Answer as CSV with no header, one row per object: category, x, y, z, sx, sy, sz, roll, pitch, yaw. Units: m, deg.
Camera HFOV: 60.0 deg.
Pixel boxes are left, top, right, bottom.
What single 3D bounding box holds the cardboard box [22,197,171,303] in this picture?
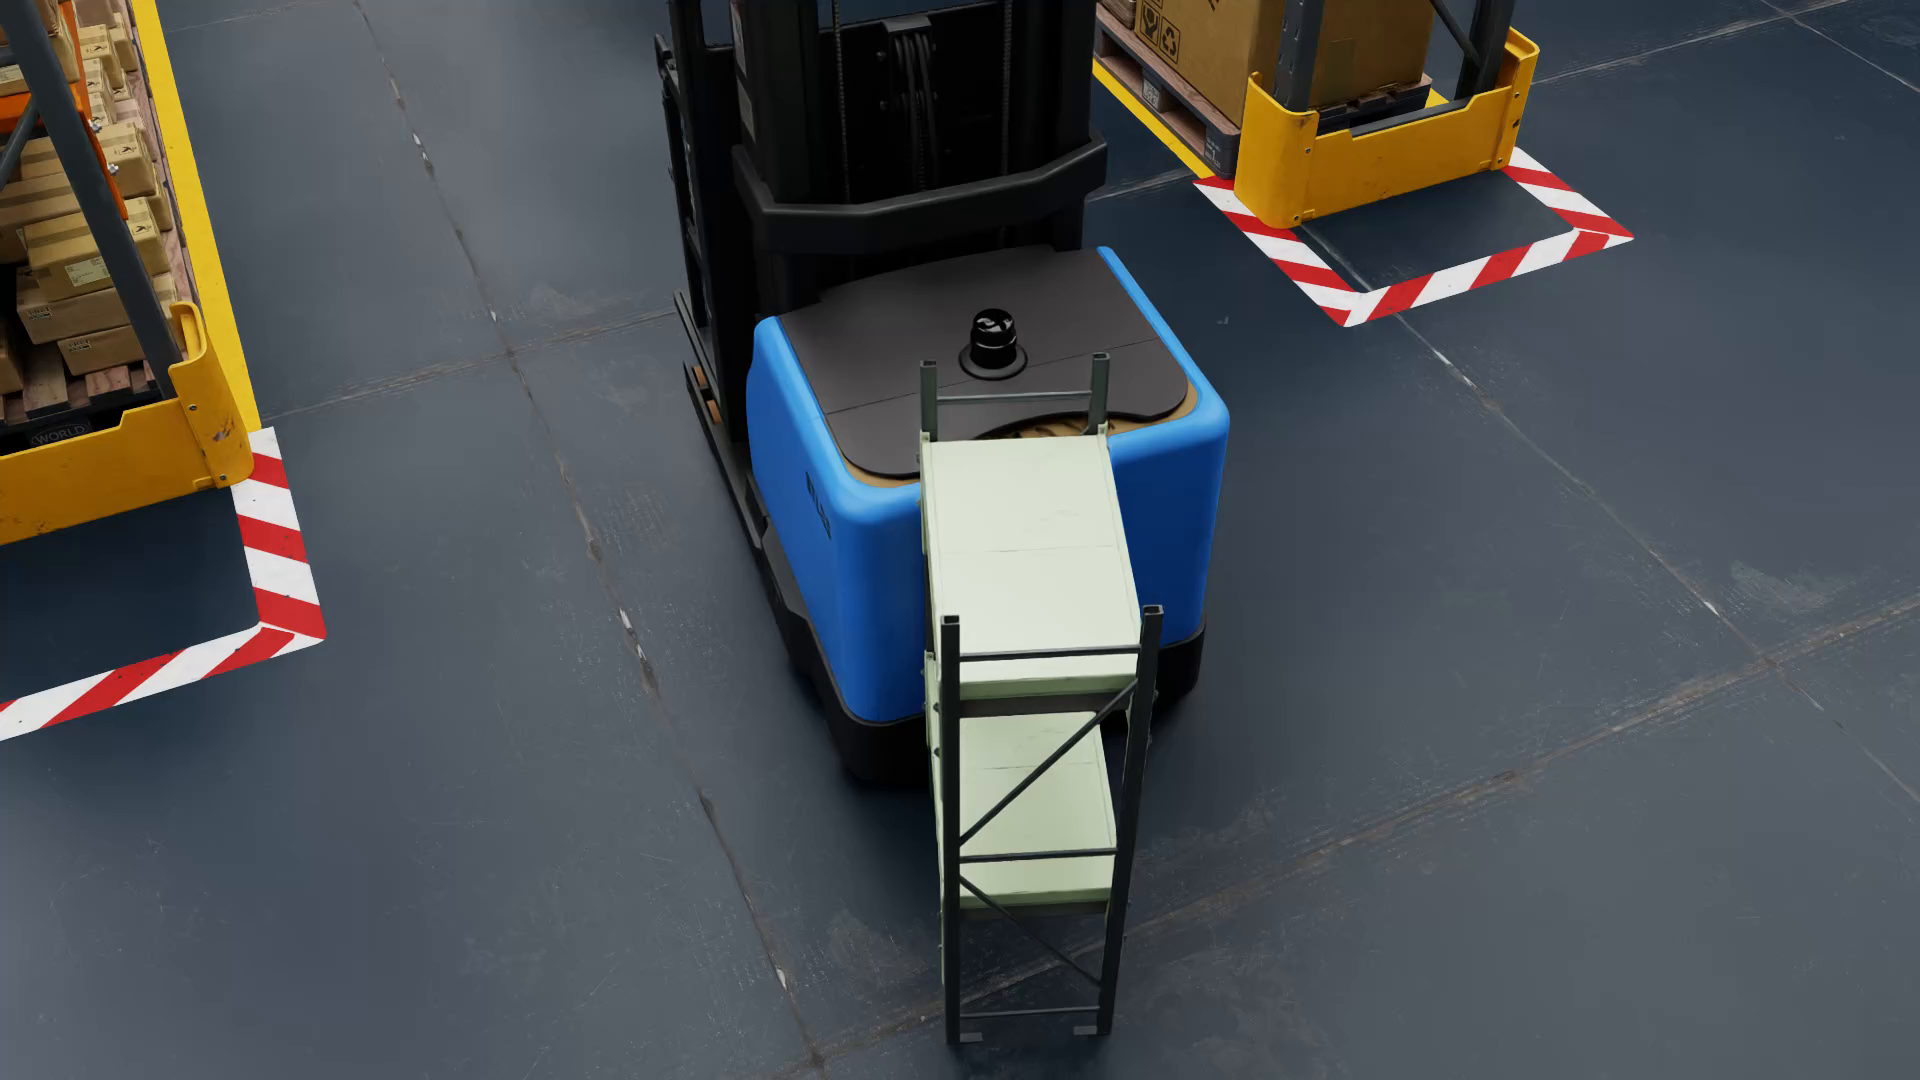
cardboard box,-2.789,-0.940,5.374,0.380,0.149,0.250,-20,48,-19

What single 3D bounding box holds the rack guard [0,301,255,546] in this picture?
rack guard,-2.909,-0.318,5.216,1.175,0.500,0.348,-18,47,-17

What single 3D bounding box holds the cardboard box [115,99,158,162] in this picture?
cardboard box,-3.329,-1.535,6.401,0.380,0.149,0.250,-20,48,-19

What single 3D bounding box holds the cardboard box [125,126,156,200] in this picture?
cardboard box,-3.121,-1.326,5.977,0.380,0.149,0.250,-17,47,-16

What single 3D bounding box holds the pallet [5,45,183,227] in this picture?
pallet,-3.727,-1.520,6.640,1.003,0.211,1.213,-18,47,-17

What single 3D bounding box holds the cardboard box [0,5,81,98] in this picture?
cardboard box,-2.715,-1.373,4.685,0.380,0.149,0.250,-18,48,-18

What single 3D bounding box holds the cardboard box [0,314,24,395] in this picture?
cardboard box,-3.287,-0.568,5.421,0.380,0.149,0.250,-17,47,-17

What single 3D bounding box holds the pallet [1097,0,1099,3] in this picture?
pallet,0.750,-2.830,7.968,1.003,0.211,1.213,-18,47,-17

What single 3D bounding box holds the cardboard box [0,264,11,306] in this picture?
cardboard box,-3.520,-0.896,5.753,0.380,0.149,0.250,-18,47,-18

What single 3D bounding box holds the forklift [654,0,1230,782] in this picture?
forklift,-0.296,-1.442,4.625,1.130,2.935,3.031,-14,46,-14

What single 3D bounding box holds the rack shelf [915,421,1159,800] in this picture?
rack shelf,0.141,0.133,3.492,0.431,0.370,0.720,-3,45,-3

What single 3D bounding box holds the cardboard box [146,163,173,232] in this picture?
cardboard box,-3.110,-1.217,6.078,0.380,0.149,0.250,-17,47,-17

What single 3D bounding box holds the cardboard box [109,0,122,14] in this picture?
cardboard box,-3.881,-2.354,7.231,0.380,0.149,0.250,-20,48,-19

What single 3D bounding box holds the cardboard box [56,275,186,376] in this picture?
cardboard box,-2.806,-0.722,5.577,0.380,0.149,0.250,-17,47,-17

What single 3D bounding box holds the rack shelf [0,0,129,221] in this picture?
rack shelf,-3.718,-2.178,5.834,1.077,0.370,4.000,-18,47,-17

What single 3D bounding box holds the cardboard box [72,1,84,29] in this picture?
cardboard box,-3.553,-1.905,6.352,0.380,0.149,0.250,-18,47,-17

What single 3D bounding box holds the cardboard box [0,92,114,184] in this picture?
cardboard box,-3.183,-1.412,5.853,0.380,0.149,0.250,-20,48,-19

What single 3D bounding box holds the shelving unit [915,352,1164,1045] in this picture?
shelving unit,0.141,0.411,3.766,0.431,1.500,0.755,-3,45,-3

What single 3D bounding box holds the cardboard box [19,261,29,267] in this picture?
cardboard box,-3.101,-1.021,5.880,0.380,0.149,0.250,-18,47,-17

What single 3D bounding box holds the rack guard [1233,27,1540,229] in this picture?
rack guard,1.676,-1.655,6.571,1.175,0.500,0.348,-18,47,-17

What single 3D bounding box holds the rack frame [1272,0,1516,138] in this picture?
rack frame,1.666,-2.560,5.709,1.000,3.000,0.127,-18,47,-17

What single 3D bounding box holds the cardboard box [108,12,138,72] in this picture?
cardboard box,-3.649,-2.034,6.907,0.380,0.149,0.250,-18,47,-17

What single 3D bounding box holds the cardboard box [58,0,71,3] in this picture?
cardboard box,-2.925,-1.710,5.027,0.380,0.149,0.250,-19,48,-19

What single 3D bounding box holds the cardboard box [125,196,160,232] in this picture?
cardboard box,-2.928,-1.001,5.648,0.380,0.149,0.250,-18,47,-18

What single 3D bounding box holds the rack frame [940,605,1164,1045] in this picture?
rack frame,0.165,0.667,3.506,0.400,1.500,0.023,-3,45,-3

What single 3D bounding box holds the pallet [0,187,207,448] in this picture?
pallet,-3.218,-0.743,5.853,1.003,0.211,1.213,-18,47,-17

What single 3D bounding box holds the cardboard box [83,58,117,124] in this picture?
cardboard box,-3.291,-1.592,6.035,0.380,0.149,0.250,-16,47,-16

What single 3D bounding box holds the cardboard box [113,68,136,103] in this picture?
cardboard box,-3.469,-1.704,6.572,0.380,0.149,0.250,-18,47,-17

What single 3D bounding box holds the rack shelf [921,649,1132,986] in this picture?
rack shelf,0.141,0.643,3.995,0.431,0.370,0.720,-3,45,-3

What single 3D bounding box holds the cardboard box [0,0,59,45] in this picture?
cardboard box,-2.815,-1.668,4.522,0.500,0.500,0.500,-16,47,-16

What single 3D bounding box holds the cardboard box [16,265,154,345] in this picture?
cardboard box,-2.864,-0.810,5.454,0.380,0.149,0.250,-16,47,-16

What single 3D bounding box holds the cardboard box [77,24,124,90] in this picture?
cardboard box,-3.360,-1.773,6.218,0.380,0.149,0.250,-17,47,-17

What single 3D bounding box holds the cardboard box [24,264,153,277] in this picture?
cardboard box,-2.991,-0.865,5.722,0.380,0.149,0.250,-18,47,-18

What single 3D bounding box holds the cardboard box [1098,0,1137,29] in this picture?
cardboard box,0.942,-2.917,7.284,0.875,0.875,0.875,-18,47,-17

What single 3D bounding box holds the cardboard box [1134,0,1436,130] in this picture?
cardboard box,1.324,-2.337,6.697,0.875,0.875,0.875,-18,47,-17

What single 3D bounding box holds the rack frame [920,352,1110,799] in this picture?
rack frame,0.116,0.154,4.026,0.400,1.500,0.023,-3,45,-3

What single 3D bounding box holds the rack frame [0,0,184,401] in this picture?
rack frame,-2.877,-1.159,4.289,1.000,3.000,0.127,-18,47,-17

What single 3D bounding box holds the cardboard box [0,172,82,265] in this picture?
cardboard box,-3.014,-1.080,5.516,0.380,0.149,0.250,-17,47,-17

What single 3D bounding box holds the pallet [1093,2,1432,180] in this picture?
pallet,1.259,-2.054,7.181,1.003,0.211,1.213,-18,47,-17

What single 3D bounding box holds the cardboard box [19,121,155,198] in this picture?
cardboard box,-3.003,-1.279,5.717,0.380,0.149,0.250,-18,47,-18

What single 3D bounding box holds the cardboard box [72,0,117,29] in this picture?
cardboard box,-3.558,-2.095,6.545,0.380,0.149,0.250,-20,48,-19

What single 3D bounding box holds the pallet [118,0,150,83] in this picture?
pallet,-4.244,-2.298,7.429,1.003,0.211,1.213,-18,47,-17

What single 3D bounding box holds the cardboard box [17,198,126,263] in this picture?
cardboard box,-3.111,-1.131,5.779,0.380,0.149,0.250,-17,47,-17
